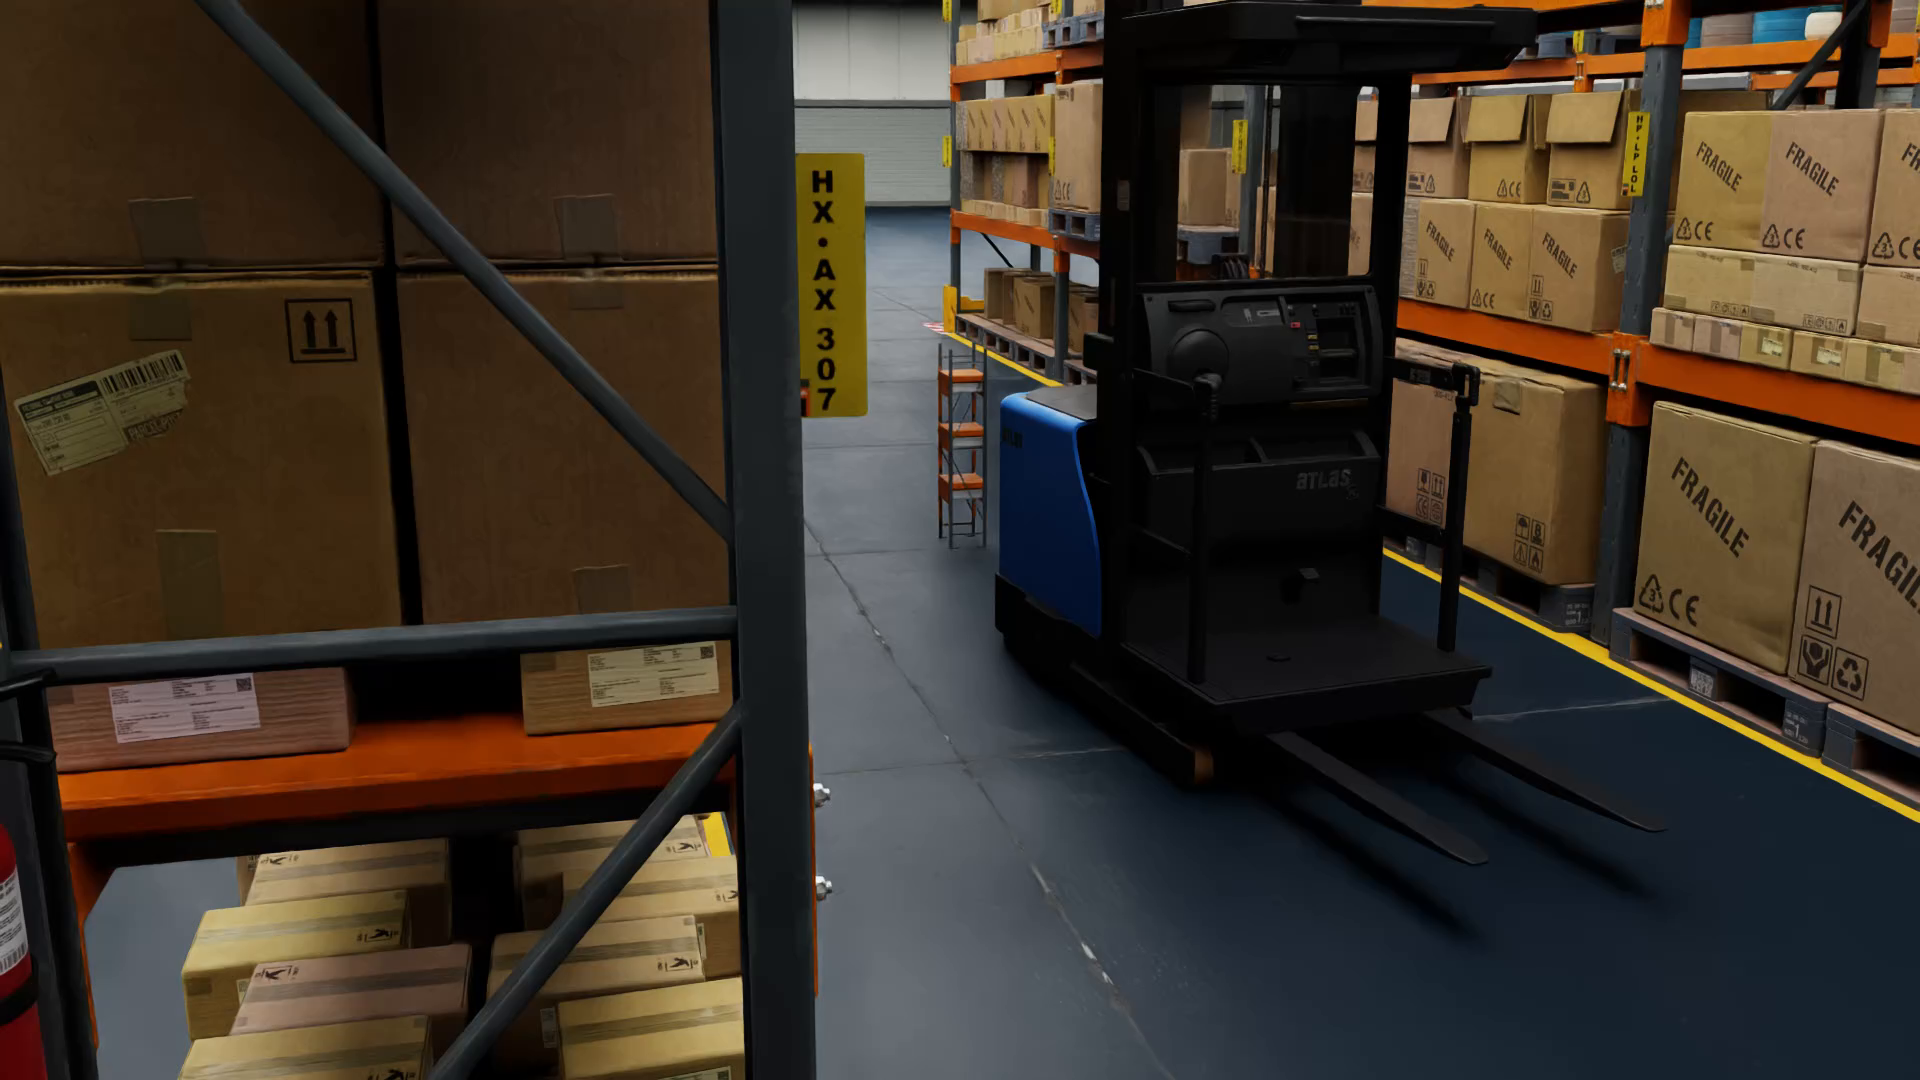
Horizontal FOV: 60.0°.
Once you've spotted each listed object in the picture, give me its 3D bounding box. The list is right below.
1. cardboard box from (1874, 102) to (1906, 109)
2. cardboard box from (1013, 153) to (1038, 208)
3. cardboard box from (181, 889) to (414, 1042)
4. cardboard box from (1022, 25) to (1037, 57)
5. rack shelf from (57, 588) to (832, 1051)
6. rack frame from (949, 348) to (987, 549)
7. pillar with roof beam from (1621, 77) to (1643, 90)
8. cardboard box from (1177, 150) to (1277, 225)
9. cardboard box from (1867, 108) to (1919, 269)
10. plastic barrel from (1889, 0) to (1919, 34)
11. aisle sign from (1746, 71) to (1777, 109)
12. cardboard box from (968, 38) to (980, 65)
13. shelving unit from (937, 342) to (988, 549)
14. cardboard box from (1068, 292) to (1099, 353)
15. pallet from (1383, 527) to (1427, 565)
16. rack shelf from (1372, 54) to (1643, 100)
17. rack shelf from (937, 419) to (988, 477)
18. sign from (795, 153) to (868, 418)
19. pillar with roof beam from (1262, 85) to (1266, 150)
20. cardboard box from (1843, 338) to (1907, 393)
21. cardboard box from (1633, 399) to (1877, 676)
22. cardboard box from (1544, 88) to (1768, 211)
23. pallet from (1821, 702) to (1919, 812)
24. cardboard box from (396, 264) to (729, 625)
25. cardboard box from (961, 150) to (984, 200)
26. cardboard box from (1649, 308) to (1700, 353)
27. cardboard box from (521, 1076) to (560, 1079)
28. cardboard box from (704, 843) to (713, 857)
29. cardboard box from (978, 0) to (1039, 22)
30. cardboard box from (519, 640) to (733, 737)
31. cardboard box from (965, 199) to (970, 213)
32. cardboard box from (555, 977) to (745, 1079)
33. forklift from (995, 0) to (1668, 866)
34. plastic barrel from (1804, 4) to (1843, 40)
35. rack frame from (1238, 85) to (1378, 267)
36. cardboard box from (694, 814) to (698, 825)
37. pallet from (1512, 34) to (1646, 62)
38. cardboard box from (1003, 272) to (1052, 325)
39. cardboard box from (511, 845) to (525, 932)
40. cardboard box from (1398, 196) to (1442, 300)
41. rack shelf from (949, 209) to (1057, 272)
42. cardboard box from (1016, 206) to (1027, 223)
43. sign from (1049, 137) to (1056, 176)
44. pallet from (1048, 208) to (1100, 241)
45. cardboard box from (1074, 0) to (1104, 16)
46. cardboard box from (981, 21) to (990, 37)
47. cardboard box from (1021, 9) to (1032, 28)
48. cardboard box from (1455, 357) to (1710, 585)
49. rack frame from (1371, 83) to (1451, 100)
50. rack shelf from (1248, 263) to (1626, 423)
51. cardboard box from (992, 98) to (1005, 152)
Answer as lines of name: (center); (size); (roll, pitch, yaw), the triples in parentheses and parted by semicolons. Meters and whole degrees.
cardboard box: (10.499, -4.565, 18.346); (0.700, 0.500, 0.500); (-3, 14, -13)
cardboard box: (0.988, -3.413, 15.738); (0.875, 0.500, 0.500); (-3, 14, -13)
cardboard box: (-1.252, 0.806, 3.175); (0.380, 0.149, 0.250); (-4, 14, -14)
cardboard box: (0.859, -4.481, 14.945); (0.500, 0.250, 0.500); (-3, 14, -12)
rack shelf: (-1.164, 0.024, 4.023); (1.077, 0.370, 4.000); (-3, 14, -13)
rack frame: (0.041, -0.470, 8.637); (0.200, 1.050, 0.008); (-3, 14, -13)
pillar with roof beam: (8.840, -9.966, 30.757); (9.100, 9.000, 0.400); (-3, 14, -13)
cardboard box: (1.878, -2.461, 11.583); (0.700, 0.500, 0.500); (-1, 14, -5)
cardboard box: (3.310, -1.117, 5.288); (0.500, 0.500, 0.500); (-4, 14, -15)
plastic barrel: (7.104, -4.141, 12.179); (0.600, 0.901, 0.600); (0, 14, 0)
aisle sign: (9.710, -5.620, 20.134); (0.394, 0.787, 0.004); (-3, 14, -13)
cardboard box: (0.382, -4.948, 16.856); (0.500, 0.250, 0.500); (-4, 14, -14)
shelving unit: (0.013, -0.498, 8.752); (0.215, 1.050, 0.252); (-3, 14, -13)
cardboard box: (1.277, -1.969, 15.050); (0.500, 0.500, 0.500); (-4, 14, -15)
pallet: (2.667, -0.141, 9.059); (1.003, 0.211, 1.213); (-3, 14, -13)
rack shelf: (5.677, -4.730, 17.164); (1.077, 0.370, 4.000); (-3, 14, -13)
rack shelf: (0.013, -0.487, 8.754); (0.215, 0.259, 0.240); (-3, 14, -13)
sign: (-0.167, -0.315, 2.070); (0.100, 0.325, 0.005); (-3, 14, -13)
pillar with roof beam: (4.612, -14.118, 47.754); (9.100, 9.000, 0.400); (-3, 14, -13)
cardboard box: (3.205, -0.590, 5.551); (0.380, 0.149, 0.250); (-3, 14, -14)
cardboard box: (3.289, -0.055, 6.423); (0.875, 0.875, 0.875); (-3, 14, -13)
cardboard box: (3.053, -1.722, 7.333); (0.797, 0.503, 0.637); (-4, 14, -15)
pallet: (3.604, 0.777, 5.303); (1.003, 0.211, 1.213); (-3, 14, -13)
cardboard box: (-0.531, -0.176, 2.489); (0.500, 0.500, 0.500); (-3, 14, -11)
cardboard box: (0.496, -3.873, 17.621); (0.875, 0.500, 0.500); (-3, 14, -13)
cardboard box: (2.957, -0.831, 6.537); (0.380, 0.149, 0.250); (-3, 14, -13)
cardboard box: (-0.568, 1.037, 2.856); (0.380, 0.149, 0.250); (-3, 14, -11)
cardboard box: (-0.792, 0.885, 4.108); (0.380, 0.149, 0.250); (-4, 14, -16)
cardboard box: (0.479, -5.344, 16.268); (0.500, 0.500, 0.500); (-3, 14, -13)
cardboard box: (-0.452, 0.165, 2.460); (0.380, 0.149, 0.250); (-3, 14, -14)
cardboard box: (0.268, -3.548, 17.659); (0.380, 0.149, 0.250); (-3, 14, -13)
cardboard box: (-0.487, 0.888, 2.839); (0.380, 0.149, 0.250); (-4, 14, -16)
forklift: (1.146, -0.705, 5.638); (1.130, 2.935, 3.031); (-5, 15, -20)
plastic barrel: (6.561, -3.909, 12.577); (0.301, 0.262, 0.301); (0, 14, 0)
rack frame: (2.272, -1.962, 10.639); (1.000, 3.000, 0.127); (-3, 14, -13)
cardboard box: (-0.798, 0.649, 3.819); (0.380, 0.149, 0.250); (-3, 14, -11)
pallet: (5.882, -4.688, 15.872); (1.213, 0.211, 1.003); (-3, 14, -13)
cardboard box: (0.697, -2.517, 17.290); (0.500, 0.500, 0.500); (0, 14, 2)
cardboard box: (-0.830, 0.798, 3.834); (0.380, 0.149, 0.250); (-4, 14, -16)
cardboard box: (2.484, -1.531, 8.665); (0.500, 0.500, 0.500); (-3, 14, -13)
rack shelf: (0.863, -2.997, 16.390); (1.077, 0.370, 4.000); (-3, 14, -13)
cardboard box: (0.751, -3.088, 15.774); (0.380, 0.149, 0.250); (-3, 14, -13)
sign: (0.807, -3.274, 14.183); (0.100, 0.325, 0.005); (-3, 14, -13)
pallet: (1.371, -2.608, 13.684); (1.003, 0.211, 1.213); (-3, 14, -13)
cardboard box: (1.347, -4.483, 13.532); (0.797, 0.503, 0.637); (-4, 14, -16)
cardboard box: (0.427, -5.070, 16.514); (0.380, 0.149, 0.250); (-3, 14, -13)
cardboard box: (0.768, -4.704, 15.017); (0.380, 0.149, 0.250); (-4, 14, -15)
cardboard box: (3.042, -0.358, 7.665); (1.225, 0.875, 0.875); (-3, 14, -13)
rack frame: (5.207, -4.084, 19.324); (1.000, 3.000, 0.127); (-3, 14, -13)
rack shelf: (2.742, -1.152, 8.836); (1.077, 0.370, 4.000); (-3, 14, -13)
cardboard box: (0.610, -3.999, 16.030); (0.500, 0.500, 0.500); (-3, 14, -13)
